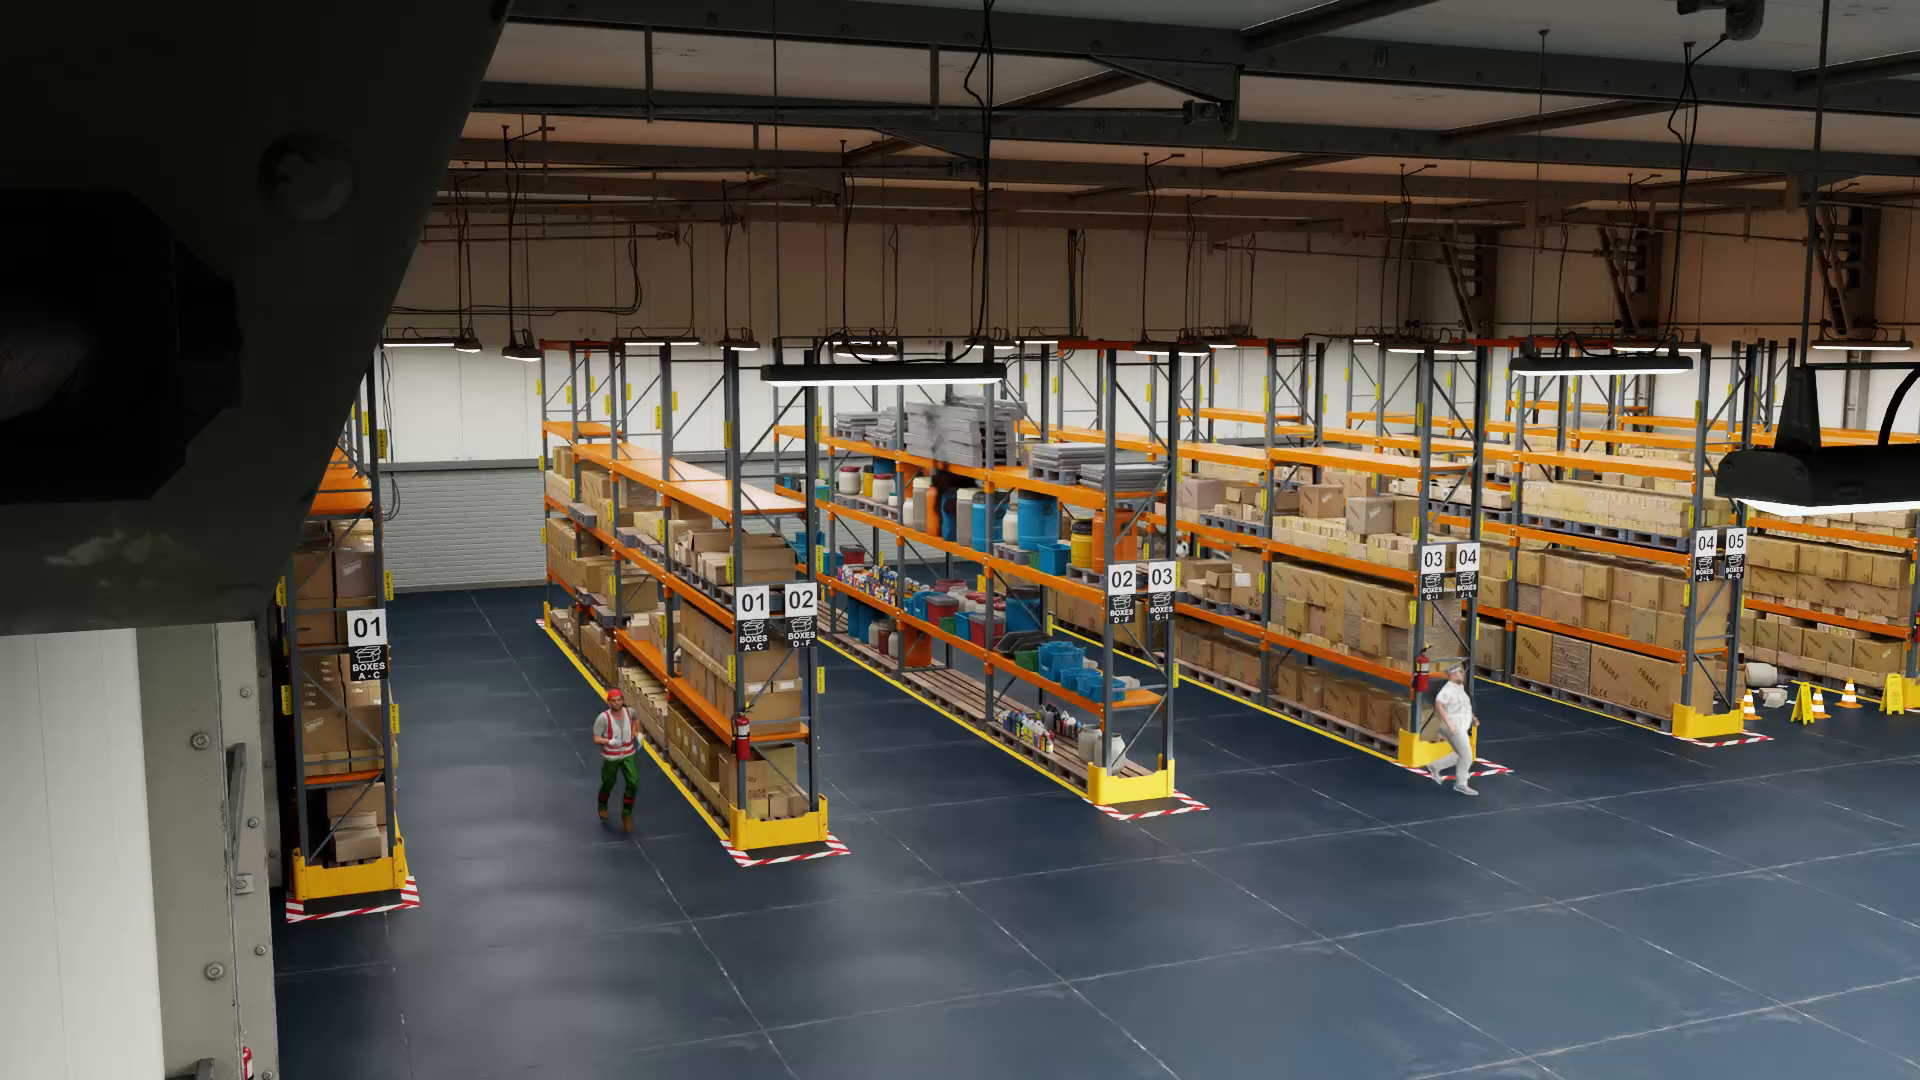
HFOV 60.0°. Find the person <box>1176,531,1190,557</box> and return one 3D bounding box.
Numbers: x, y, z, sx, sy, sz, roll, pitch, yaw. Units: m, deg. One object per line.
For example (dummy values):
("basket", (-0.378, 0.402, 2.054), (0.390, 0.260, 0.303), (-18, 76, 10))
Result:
("person", (4.948, 0.631, 37.536), (0.549, 1.719, 0.673), (-2, 8, -18))

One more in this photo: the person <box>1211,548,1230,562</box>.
("person", (6.512, -0.046, 42.207), (0.964, 1.764, 0.685), (-4, 8, -27))

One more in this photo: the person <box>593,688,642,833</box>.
("person", (-4.284, 2.740, 20.880), (0.674, 1.817, 0.904), (-4, 8, -27))

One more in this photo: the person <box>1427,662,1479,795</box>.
("person", (6.753, 2.546, 22.654), (0.721, 1.758, 0.714), (4, 9, 29))
